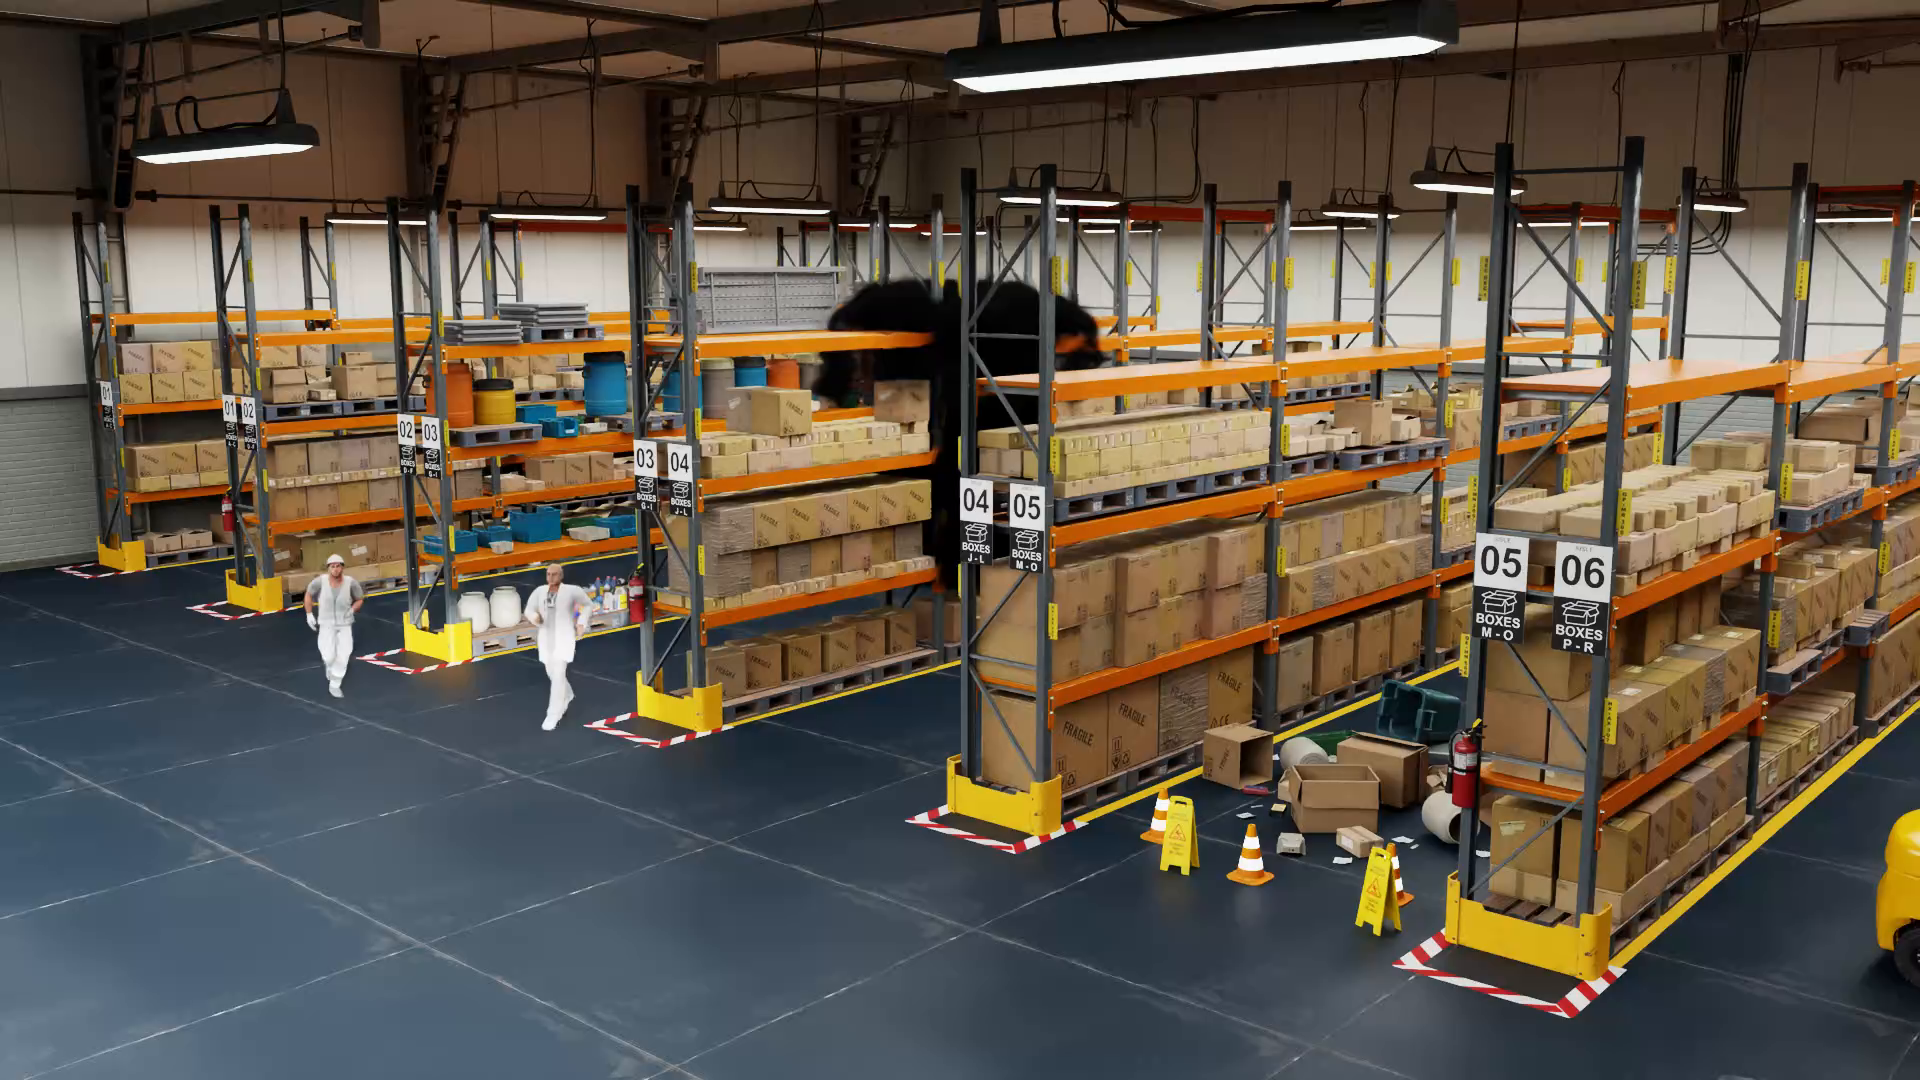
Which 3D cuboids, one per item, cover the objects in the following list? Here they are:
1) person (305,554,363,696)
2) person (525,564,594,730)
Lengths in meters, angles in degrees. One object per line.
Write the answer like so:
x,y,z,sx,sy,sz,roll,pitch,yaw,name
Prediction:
-7.480,1.023,19.927,0.660,1.731,0.637,-4,10,-22,person
-4.564,1.207,18.819,0.708,1.715,0.920,2,10,13,person
